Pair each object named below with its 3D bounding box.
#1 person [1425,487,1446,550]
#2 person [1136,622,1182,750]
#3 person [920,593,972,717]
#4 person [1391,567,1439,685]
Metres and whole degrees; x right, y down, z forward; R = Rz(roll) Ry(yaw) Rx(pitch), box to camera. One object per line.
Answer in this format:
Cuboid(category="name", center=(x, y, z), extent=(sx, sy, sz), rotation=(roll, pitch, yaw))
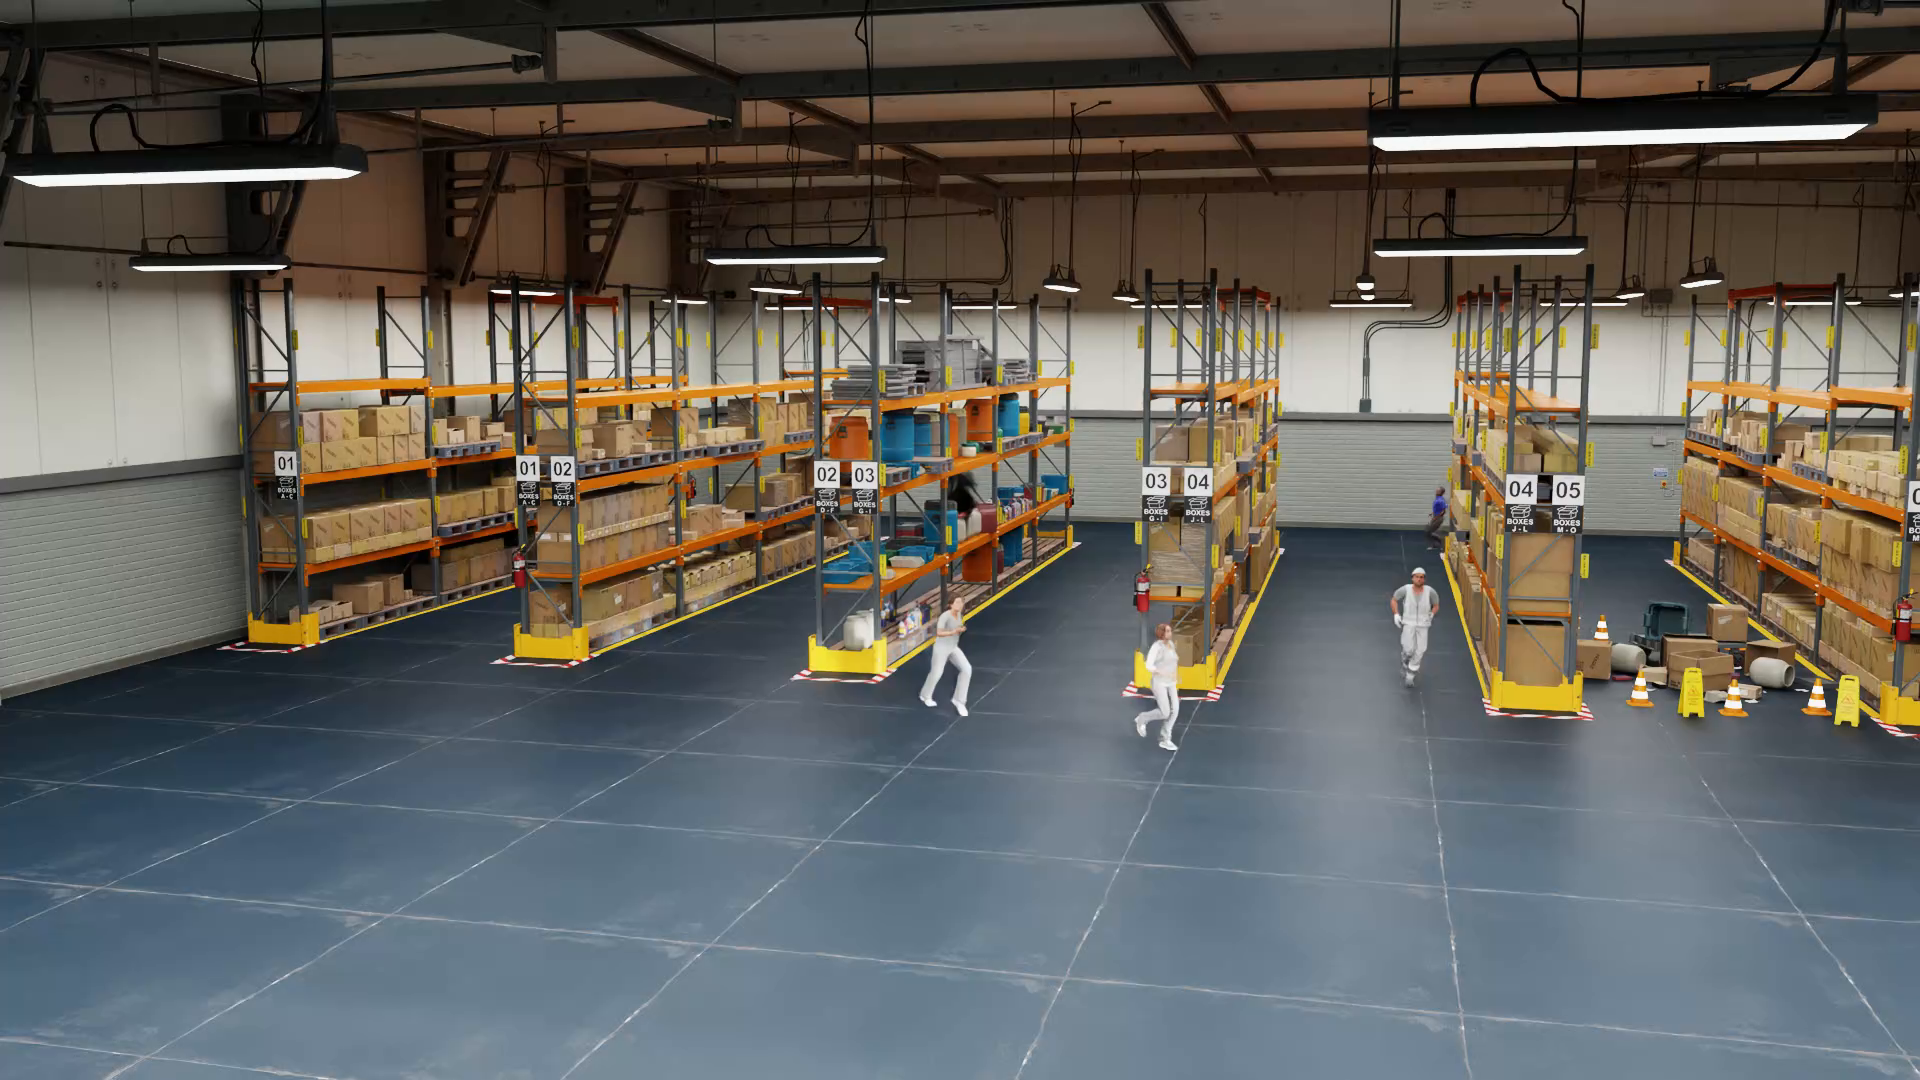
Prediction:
Cuboid(category="person", center=(11.332, -0.490, 39.528), extent=(0.515, 1.566, 0.698), rotation=(1, 7, 10))
Cuboid(category="person", center=(2.470, 1.782, 20.483), extent=(0.625, 1.559, 0.542), rotation=(6, 9, 42))
Cuboid(category="person", center=(-0.215, 1.514, 22.353), extent=(0.560, 1.652, 0.915), rotation=(-6, 9, -42))
Cuboid(category="person", center=(6.595, 1.259, 24.051), extent=(0.663, 1.736, 0.561), rotation=(1, 7, 8))
